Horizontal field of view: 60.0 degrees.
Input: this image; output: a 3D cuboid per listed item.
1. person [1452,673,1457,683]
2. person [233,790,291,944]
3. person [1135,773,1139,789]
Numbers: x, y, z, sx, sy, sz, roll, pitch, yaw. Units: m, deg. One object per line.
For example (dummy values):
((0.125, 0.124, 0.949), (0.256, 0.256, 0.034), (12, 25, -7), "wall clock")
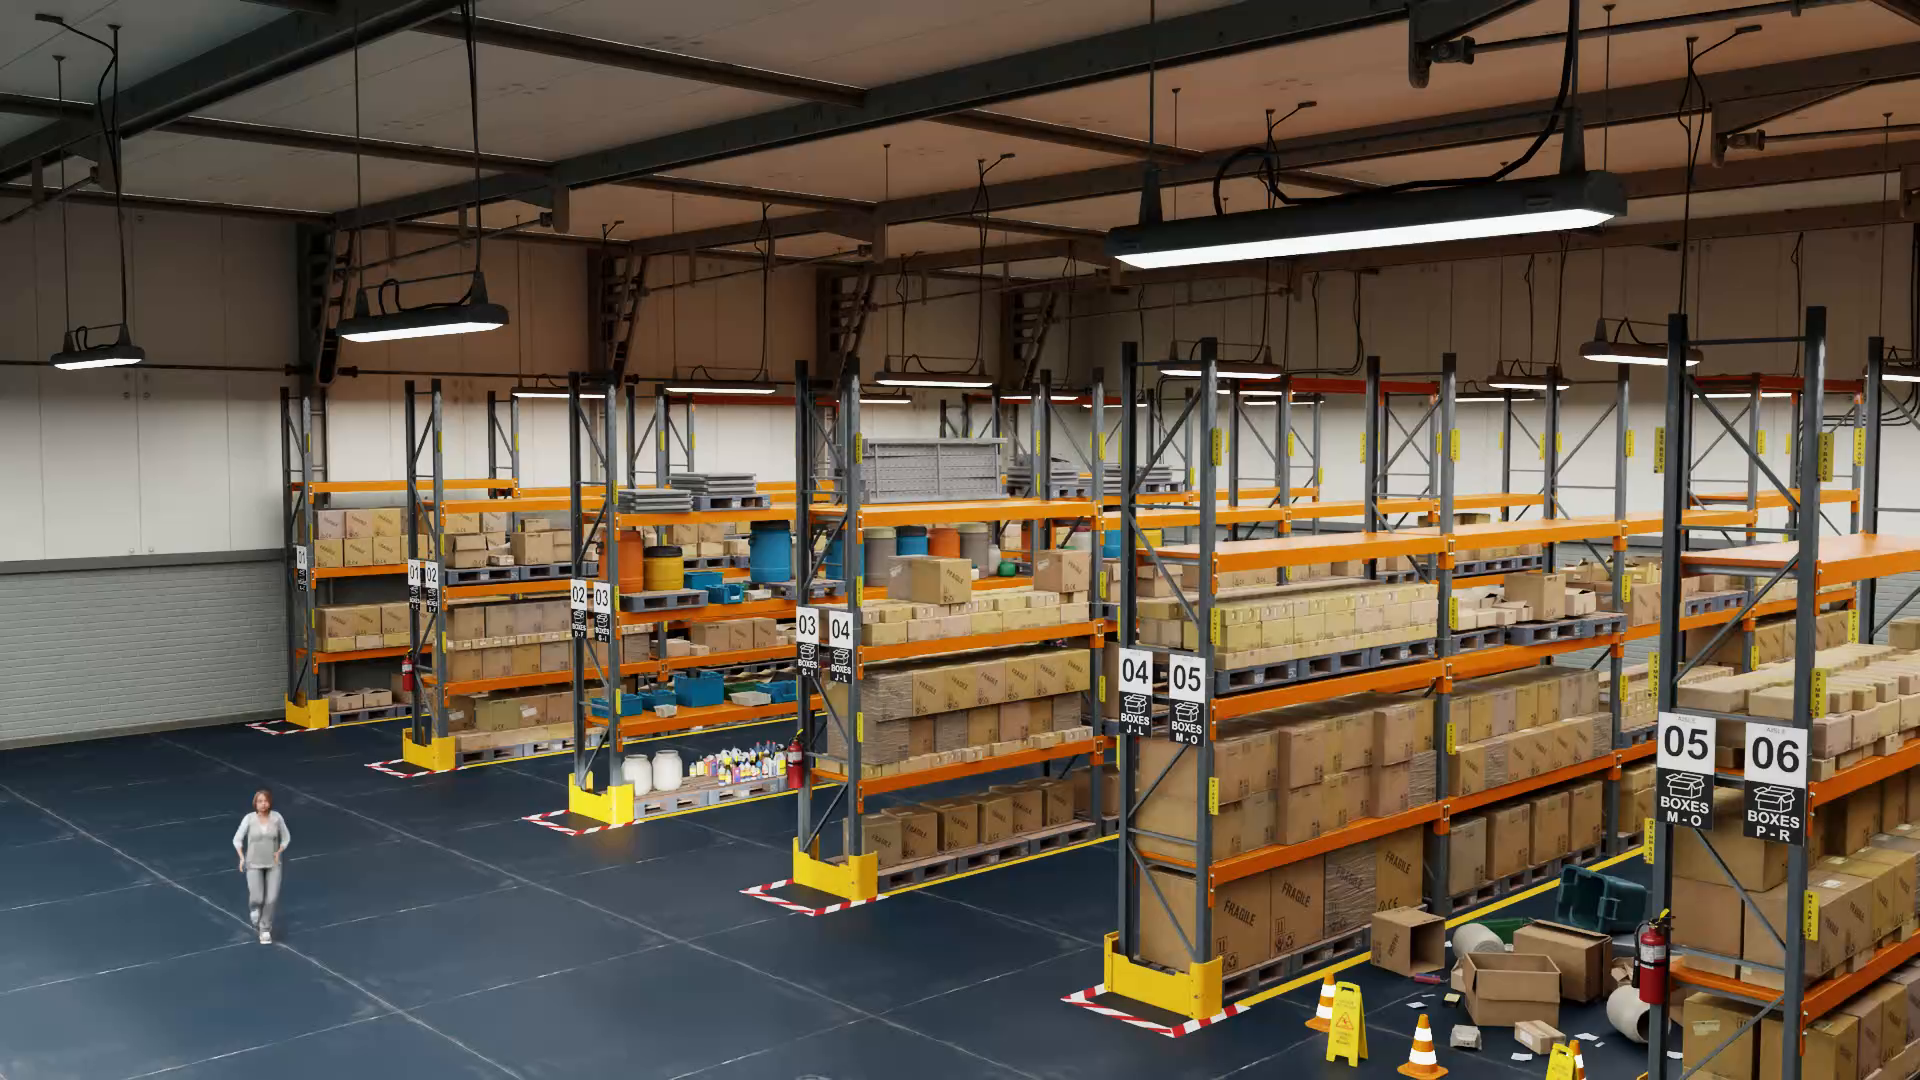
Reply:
((7.109, 2.711, 24.305), (0.632, 1.807, 0.876), (3, 5, 37), "person")
((-7.080, 3.314, 16.903), (0.536, 1.555, 0.545), (-2, 4, -28), "person")
((2.261, 3.071, 18.477), (0.653, 1.828, 0.869), (3, 5, 36), "person")
